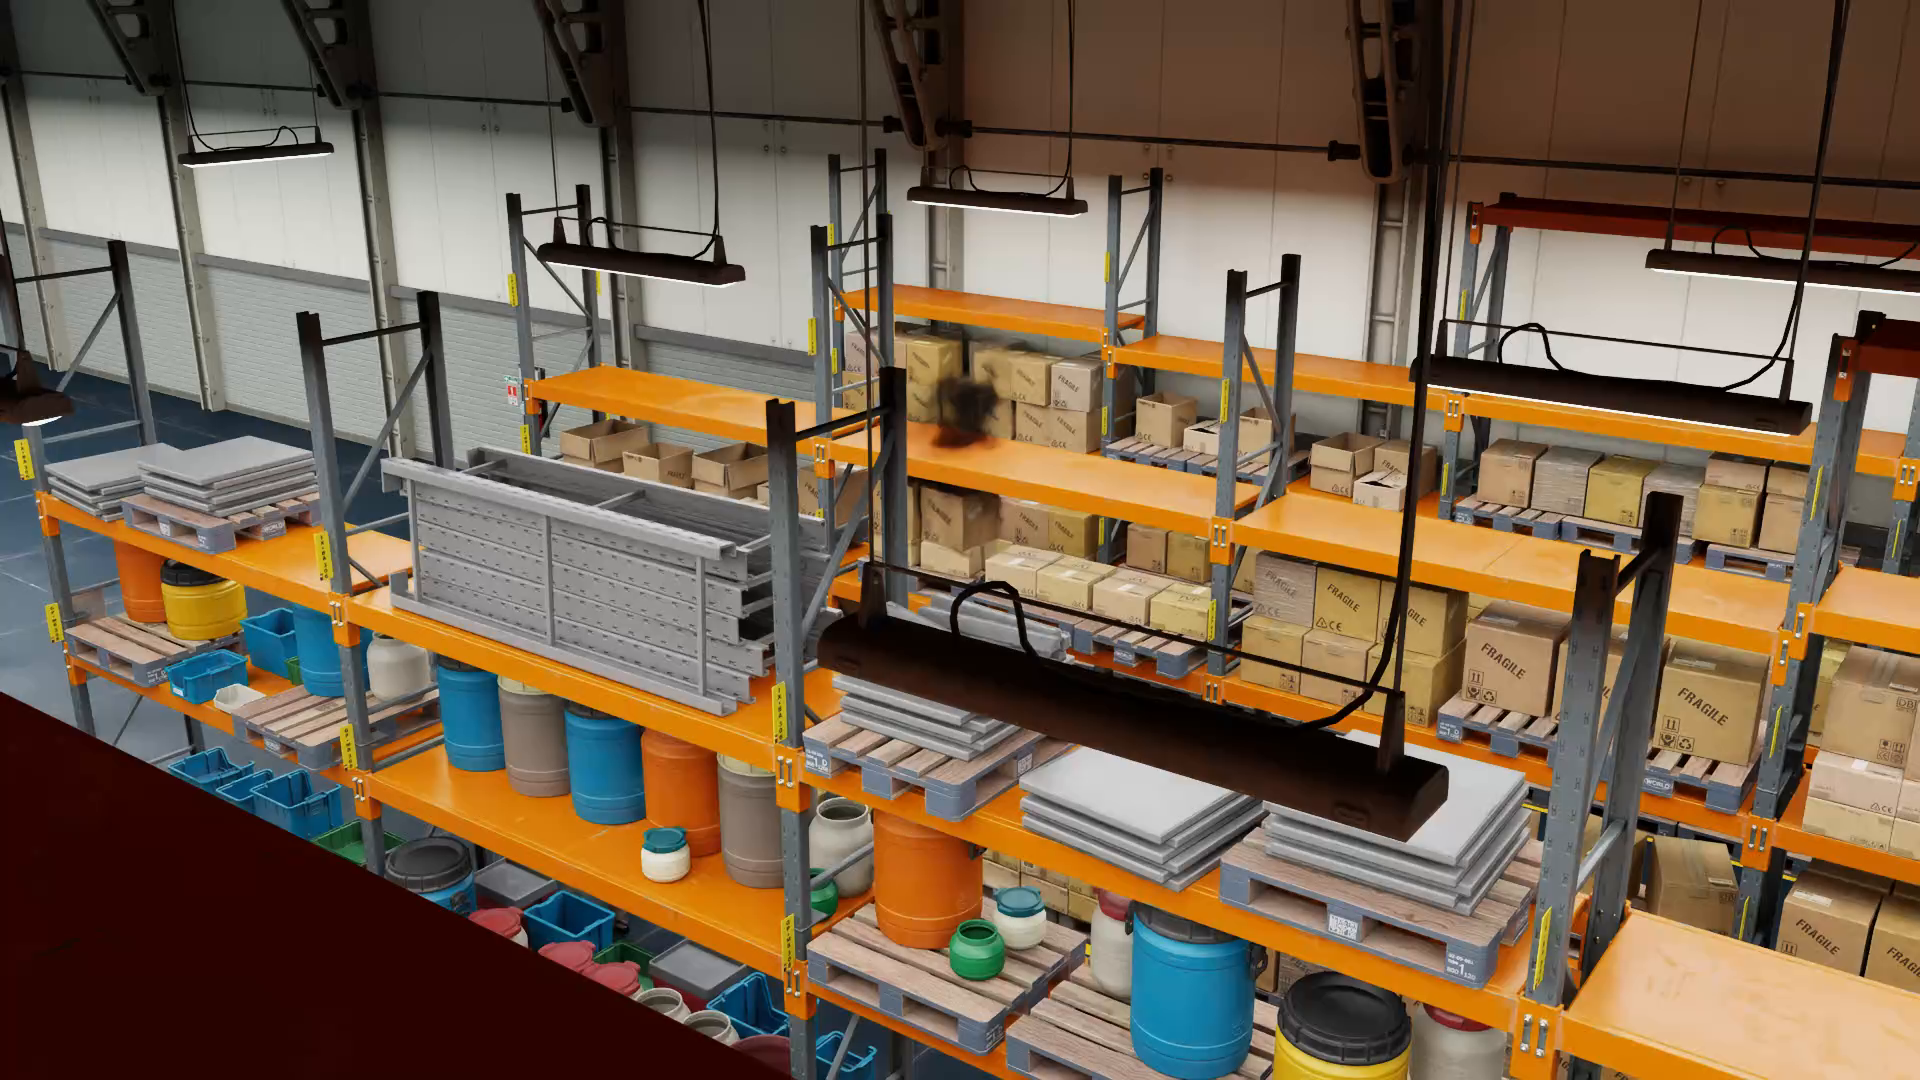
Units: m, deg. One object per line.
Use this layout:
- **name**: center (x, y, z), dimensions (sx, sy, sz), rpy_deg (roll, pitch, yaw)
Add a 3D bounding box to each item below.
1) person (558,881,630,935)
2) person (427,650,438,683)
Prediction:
- **person**: center (-3.243, 2.683, 14.448), dimensions (0.733, 1.783, 0.667), rpy_deg (11, 22, 31)
- **person**: center (-6.184, 1.131, 19.005), dimensions (0.652, 1.732, 0.723), rpy_deg (-7, 20, -20)
